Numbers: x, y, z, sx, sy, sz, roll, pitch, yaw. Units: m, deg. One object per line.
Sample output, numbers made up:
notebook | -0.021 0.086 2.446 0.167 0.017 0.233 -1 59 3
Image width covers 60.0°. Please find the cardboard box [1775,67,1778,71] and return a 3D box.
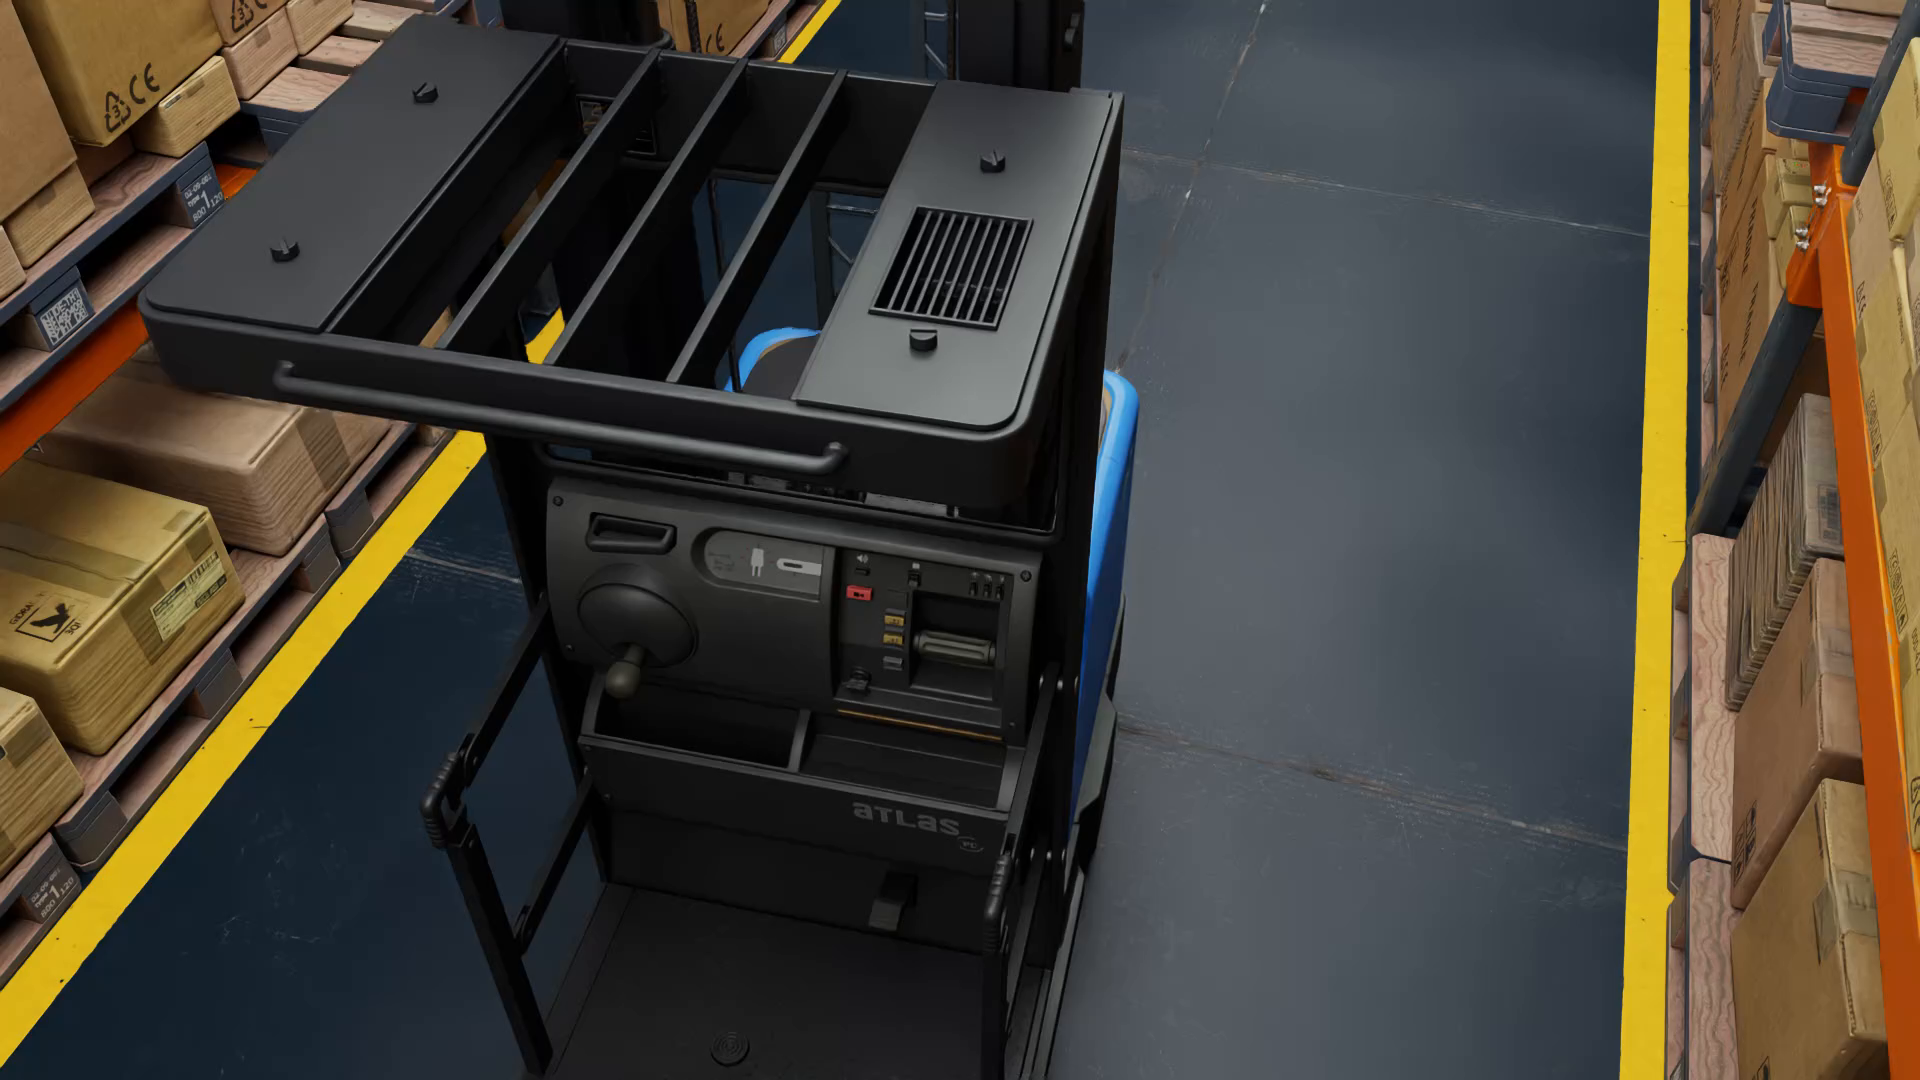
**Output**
cardboard box | 3.113 -1.732 5.899 0.380 0.149 0.250 11 45 11

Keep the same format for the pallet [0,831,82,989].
pallet | -2.933 1.112 3.963 1.003 0.211 1.213 13 46 13

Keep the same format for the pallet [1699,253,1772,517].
pallet | 3.038 -0.476 5.585 1.003 0.211 1.213 13 46 13

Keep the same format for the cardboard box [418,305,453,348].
cardboard box | -2.136 -0.868 5.571 0.950 0.372 0.625 10 45 10

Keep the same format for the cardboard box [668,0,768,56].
cardboard box | -1.393 -2.459 6.837 0.875 0.875 0.875 13 46 13

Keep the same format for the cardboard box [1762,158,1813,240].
cardboard box | 2.738 -1.043 5.194 0.380 0.149 0.250 10 45 10

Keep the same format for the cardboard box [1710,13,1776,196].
cardboard box | 3.156 -1.598 6.225 0.500 0.500 0.500 11 45 11

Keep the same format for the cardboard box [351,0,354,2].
cardboard box | -1.843 -1.630 4.650 0.380 0.149 0.250 13 46 13

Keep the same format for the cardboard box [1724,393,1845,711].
cardboard box | 2.574 0.129 4.372 0.875 0.625 0.625 14 46 14

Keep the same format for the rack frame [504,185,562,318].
rack frame | -1.956 -2.032 5.182 1.000 3.000 0.127 13 46 13

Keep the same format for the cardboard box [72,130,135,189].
cardboard box | -2.226 -0.959 3.965 0.380 0.149 0.250 13 46 13

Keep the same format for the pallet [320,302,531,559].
pallet | -2.194 -0.515 5.625 1.003 0.211 1.213 13 46 13

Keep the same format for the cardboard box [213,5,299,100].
cardboard box | -1.960 -1.286 4.299 0.380 0.149 0.250 11 45 11

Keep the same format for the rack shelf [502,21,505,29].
rack shelf | -1.350 -3.108 6.796 1.077 0.370 4.000 13 46 13

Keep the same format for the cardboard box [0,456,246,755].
cardboard box | -2.587 0.130 4.551 0.950 0.372 0.625 14 46 14

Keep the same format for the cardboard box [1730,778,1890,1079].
cardboard box | 2.180 1.015 3.466 0.875 0.625 0.625 11 45 11

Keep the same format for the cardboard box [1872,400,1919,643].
cardboard box | 2.103 -0.006 3.219 0.500 0.250 0.500 11 45 11

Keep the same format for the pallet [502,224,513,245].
pallet | -1.645 -1.545 6.678 1.003 0.211 1.213 13 46 13

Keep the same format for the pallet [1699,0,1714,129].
pallet | 3.777 -2.102 7.248 1.003 0.211 1.213 13 46 13

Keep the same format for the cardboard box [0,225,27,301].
cardboard box | -2.277 -0.590 3.588 0.380 0.149 0.250 14 46 14

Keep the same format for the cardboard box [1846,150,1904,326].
cardboard box | 2.409 -0.685 3.913 0.500 0.250 0.500 13 46 13

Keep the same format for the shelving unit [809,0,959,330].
shelving unit | -0.009 -0.672 4.865 0.538 1.500 1.048 9 45 9

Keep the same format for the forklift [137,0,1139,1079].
forklift | -0.363 0.232 2.917 1.130 2.935 3.031 9 45 9

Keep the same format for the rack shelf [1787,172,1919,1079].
rack shelf | 2.171 0.607 2.999 1.077 0.370 4.000 13 46 13

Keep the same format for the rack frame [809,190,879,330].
rack frame | -0.120 -0.325 4.510 0.500 1.500 0.032 9 45 9

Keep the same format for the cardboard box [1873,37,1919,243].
cardboard box | 2.385 -0.869 3.743 0.500 0.250 0.500 12 46 12

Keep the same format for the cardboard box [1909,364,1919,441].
cardboard box | 2.081 -0.185 3.045 0.500 0.250 0.500 11 46 11

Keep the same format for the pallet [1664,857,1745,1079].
pallet | 2.118 1.365 3.704 1.003 0.211 1.213 13 46 13

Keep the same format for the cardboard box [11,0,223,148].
cardboard box | -2.126 -1.278 3.827 0.500 0.500 0.500 10 45 10

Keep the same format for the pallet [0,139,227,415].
pallet | -2.516 -0.635 3.891 1.003 0.211 1.213 13 46 13

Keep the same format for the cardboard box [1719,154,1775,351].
cardboard box | 2.861 -0.898 5.510 0.500 0.500 0.500 12 46 12

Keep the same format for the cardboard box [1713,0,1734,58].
cardboard box | 3.475 -2.274 6.916 0.500 0.500 0.500 12 46 12
